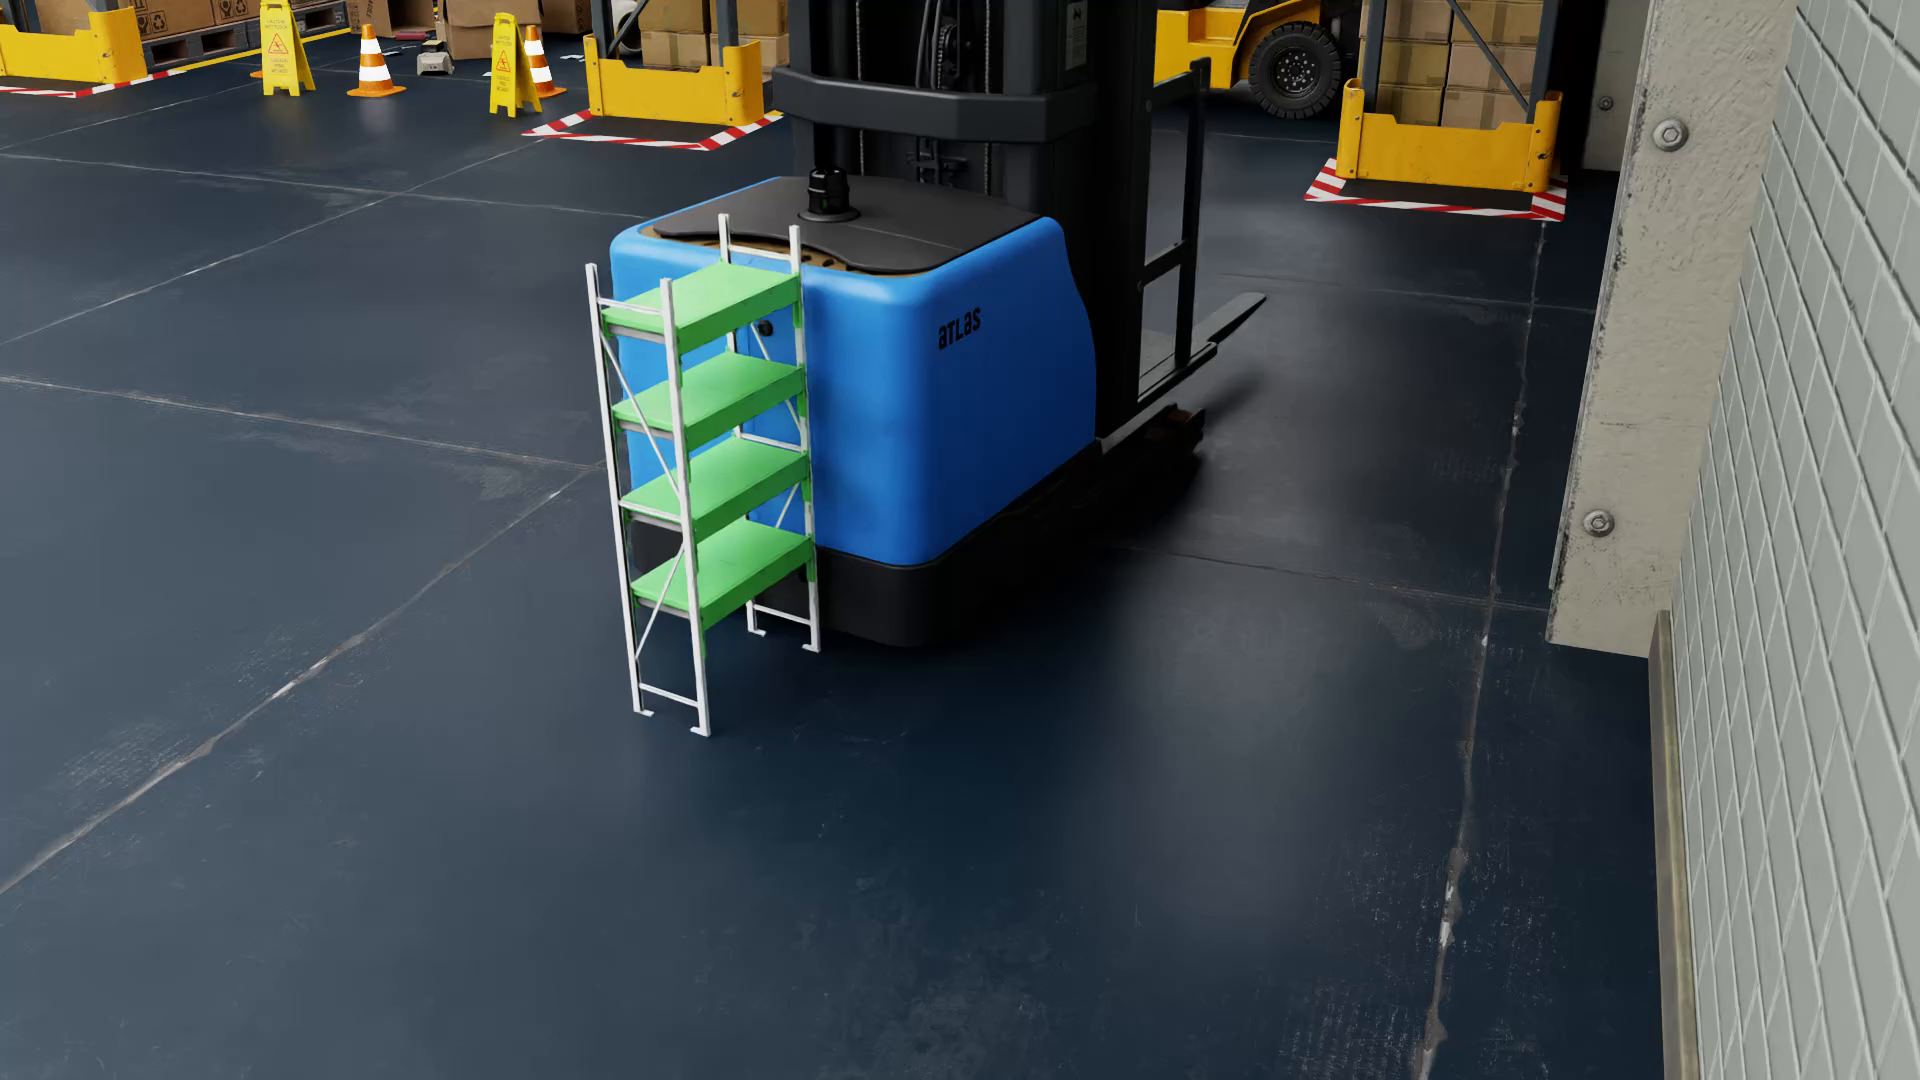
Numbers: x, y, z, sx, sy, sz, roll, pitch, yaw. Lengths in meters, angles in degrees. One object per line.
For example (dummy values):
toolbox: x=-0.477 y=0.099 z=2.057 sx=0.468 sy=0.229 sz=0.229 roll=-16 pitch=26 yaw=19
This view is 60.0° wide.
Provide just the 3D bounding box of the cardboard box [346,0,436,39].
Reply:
cardboard box: x=-4.835 y=-4.562 z=14.095 sx=0.500 sy=0.500 sz=0.500 roll=14 pitch=29 yaw=26

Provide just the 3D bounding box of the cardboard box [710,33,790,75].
cardboard box: x=-1.386 y=-3.395 z=11.494 sx=0.500 sy=0.250 sz=0.500 roll=9 pitch=27 yaw=17

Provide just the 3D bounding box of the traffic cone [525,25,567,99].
traffic cone: x=-2.989 y=-3.374 z=11.688 sx=0.336 sy=0.463 sz=0.334 roll=9 pitch=27 yaw=17

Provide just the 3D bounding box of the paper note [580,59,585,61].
paper note: x=-2.934 y=-3.749 z=12.982 sx=0.032 sy=0.001 sz=0.123 roll=9 pitch=27 yaw=17

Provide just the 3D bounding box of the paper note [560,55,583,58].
paper note: x=-3.054 y=-3.815 z=13.108 sx=0.148 sy=0.019 sz=0.142 roll=20 pitch=32 yaw=35

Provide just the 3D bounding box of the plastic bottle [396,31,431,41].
plastic bottle: x=-4.543 y=-4.204 z=13.862 sx=0.283 sy=0.061 sz=0.133 roll=0 pitch=26 yaw=-1

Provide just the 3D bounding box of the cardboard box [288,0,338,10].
cardboard box: x=-5.858 y=-5.086 z=14.268 sx=0.875 sy=0.875 sz=0.875 roll=9 pitch=27 yaw=18

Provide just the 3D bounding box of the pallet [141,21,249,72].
pallet: x=-6.425 y=-3.914 z=13.091 sx=1.003 sy=0.211 sz=1.213 roll=9 pitch=27 yaw=17

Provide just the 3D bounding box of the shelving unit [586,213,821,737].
shelving unit: x=-0.620 y=-0.161 z=4.199 sx=0.258 sy=1.200 sz=0.503 roll=14 pitch=30 yaw=27

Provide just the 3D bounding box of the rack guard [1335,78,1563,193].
rack guard: x=2.758 y=-2.299 z=9.425 sx=1.175 sy=0.500 sz=0.348 roll=9 pitch=27 yaw=17

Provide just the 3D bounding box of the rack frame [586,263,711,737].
rack frame: x=-0.744 y=-0.067 z=4.011 sx=0.240 sy=1.200 sz=0.015 roll=14 pitch=30 yaw=27

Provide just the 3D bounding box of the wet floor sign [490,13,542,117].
wet floor sign: x=-2.988 y=-3.170 z=11.056 sx=0.267 sy=0.644 sz=0.232 roll=20 pitch=32 yaw=35

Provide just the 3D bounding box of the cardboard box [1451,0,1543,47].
cardboard box: x=3.105 y=-3.006 z=9.542 sx=0.500 sy=0.250 sz=0.500 roll=8 pitch=27 yaw=17

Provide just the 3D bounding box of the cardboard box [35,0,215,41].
cardboard box: x=-6.454 y=-4.350 z=12.748 sx=0.875 sy=0.875 sz=0.875 roll=9 pitch=27 yaw=18

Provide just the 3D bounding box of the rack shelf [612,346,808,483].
rack shelf: x=-0.621 y=-0.319 z=4.120 sx=0.258 sy=0.148 sz=0.480 roll=14 pitch=30 yaw=27

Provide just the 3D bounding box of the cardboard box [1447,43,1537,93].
cardboard box: x=3.119 y=-2.774 z=9.636 sx=0.500 sy=0.250 sz=0.500 roll=9 pitch=27 yaw=18

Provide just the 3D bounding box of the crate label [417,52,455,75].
crate label: x=-3.946 y=-3.581 z=12.489 sx=0.250 sy=0.136 sz=0.298 roll=-5 pitch=26 yaw=-9

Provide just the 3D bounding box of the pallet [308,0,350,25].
pallet: x=-5.613 y=-4.916 z=15.162 sx=1.003 sy=0.211 sz=1.213 roll=9 pitch=27 yaw=17

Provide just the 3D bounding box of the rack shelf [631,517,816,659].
rack shelf: x=-0.618 y=0.111 z=4.334 sx=0.258 sy=0.148 sz=0.480 roll=14 pitch=30 yaw=27

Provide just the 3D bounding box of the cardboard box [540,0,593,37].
cardboard box: x=-3.415 y=-4.564 z=13.944 sx=0.797 sy=0.637 sz=0.503 roll=9 pitch=27 yaw=17

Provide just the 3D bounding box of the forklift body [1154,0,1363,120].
forklift body: x=1.677 y=-4.096 z=11.242 sx=2.313 sy=2.155 sz=1.214 roll=9 pitch=27 yaw=17

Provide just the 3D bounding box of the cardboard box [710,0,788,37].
cardboard box: x=-1.379 y=-3.743 z=11.351 sx=0.500 sy=0.500 sz=0.500 roll=8 pitch=27 yaw=16

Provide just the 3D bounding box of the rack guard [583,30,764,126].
rack guard: x=-1.890 y=-3.059 z=10.993 sx=1.175 sy=0.500 sz=0.348 roll=9 pitch=27 yaw=17

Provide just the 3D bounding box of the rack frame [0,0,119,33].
rack frame: x=-6.617 y=-4.829 z=11.781 sx=1.000 sy=3.000 sz=0.127 roll=9 pitch=27 yaw=17

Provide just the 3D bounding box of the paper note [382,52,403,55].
paper note: x=-4.508 y=-3.873 z=13.215 sx=0.144 sy=0.017 sz=0.142 roll=20 pitch=32 yaw=35

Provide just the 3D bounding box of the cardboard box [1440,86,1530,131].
cardboard box: x=3.114 y=-2.559 z=9.767 sx=0.500 sy=0.250 sz=0.500 roll=9 pitch=27 yaw=18

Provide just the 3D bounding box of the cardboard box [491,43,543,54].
cardboard box: x=-3.385 y=-3.701 z=12.722 sx=0.250 sy=0.149 sz=0.380 roll=-20 pitch=33 yaw=-36

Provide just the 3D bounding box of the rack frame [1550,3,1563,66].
rack frame: x=4.098 y=-5.078 z=12.296 sx=1.000 sy=3.000 sz=0.127 roll=9 pitch=27 yaw=17

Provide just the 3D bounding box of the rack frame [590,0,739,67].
rack frame: x=-1.916 y=-4.152 z=10.384 sx=1.000 sy=3.000 sz=0.127 roll=9 pitch=27 yaw=17

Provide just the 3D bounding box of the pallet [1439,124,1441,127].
pallet: x=2.981 y=-2.499 z=10.170 sx=1.003 sy=0.211 sz=1.213 roll=9 pitch=27 yaw=17

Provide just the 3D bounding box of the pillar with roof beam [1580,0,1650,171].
pillar with roof beam: x=-0.212 y=-6.914 z=9.204 sx=9.100 sy=9.000 sz=0.400 roll=9 pitch=27 yaw=17

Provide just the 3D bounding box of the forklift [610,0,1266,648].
forklift: x=0.206 y=-1.631 z=5.256 sx=1.130 sy=2.935 sz=3.031 roll=14 pitch=29 yaw=27
